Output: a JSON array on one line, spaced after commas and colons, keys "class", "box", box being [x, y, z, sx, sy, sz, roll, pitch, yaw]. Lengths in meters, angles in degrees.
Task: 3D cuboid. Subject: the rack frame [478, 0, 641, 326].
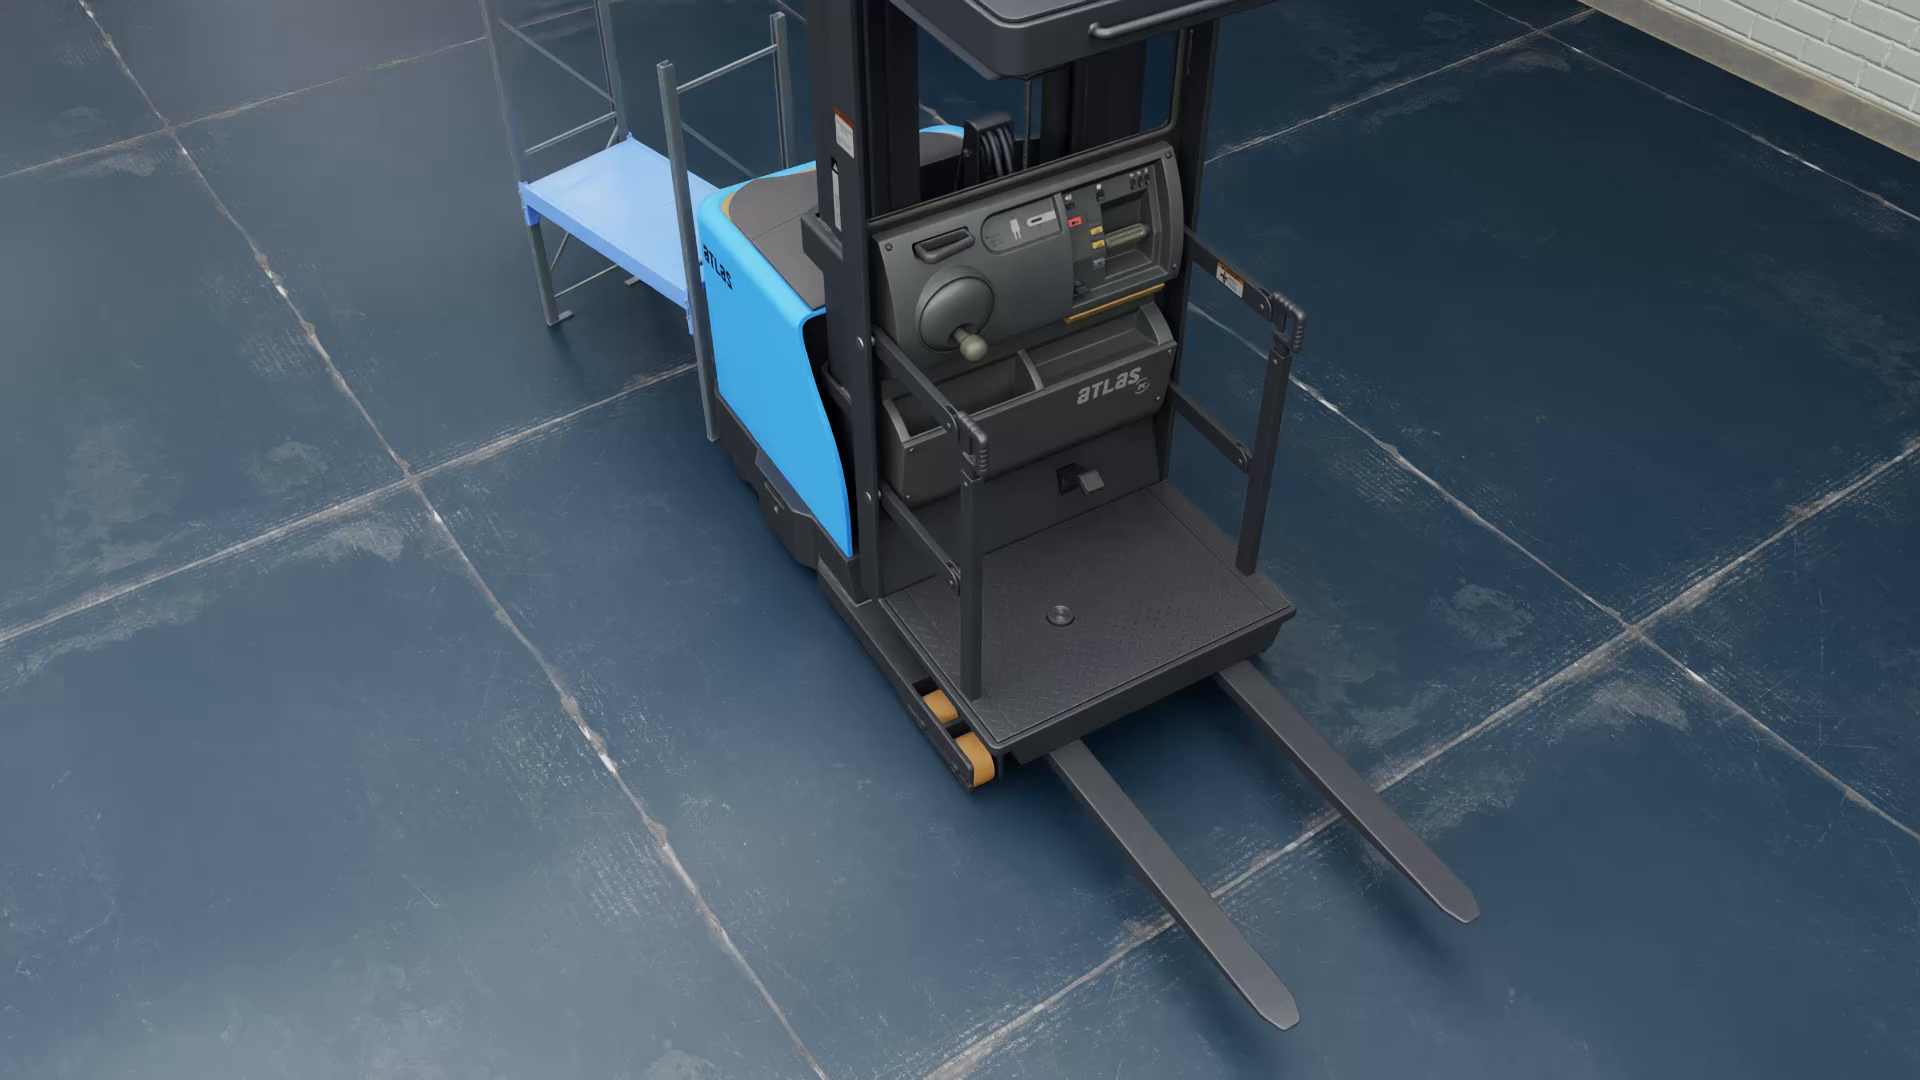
[{"class": "rack frame", "box": [-1.470, -1.525, 6.262, 0.032, 1.500, 0.500, 34, 53, 31]}]

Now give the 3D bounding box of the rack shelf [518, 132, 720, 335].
[{"class": "rack shelf", "box": [-1.108, -1.149, 6.128, 1.000, 0.185, 0.538, 34, 53, 31]}]

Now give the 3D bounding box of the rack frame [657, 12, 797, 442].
[{"class": "rack frame", "box": [-0.746, -1.032, 5.745, 0.032, 1.500, 0.500, 34, 53, 31]}]

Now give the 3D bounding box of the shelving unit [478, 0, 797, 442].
[{"class": "shelving unit", "box": [-1.108, -1.279, 6.003, 1.048, 1.500, 0.538, 34, 53, 31]}]

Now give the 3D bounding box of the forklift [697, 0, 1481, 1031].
[{"class": "forklift", "box": [0.319, -0.691, 4.351, 1.130, 2.935, 3.031, -22, 48, -22]}]
